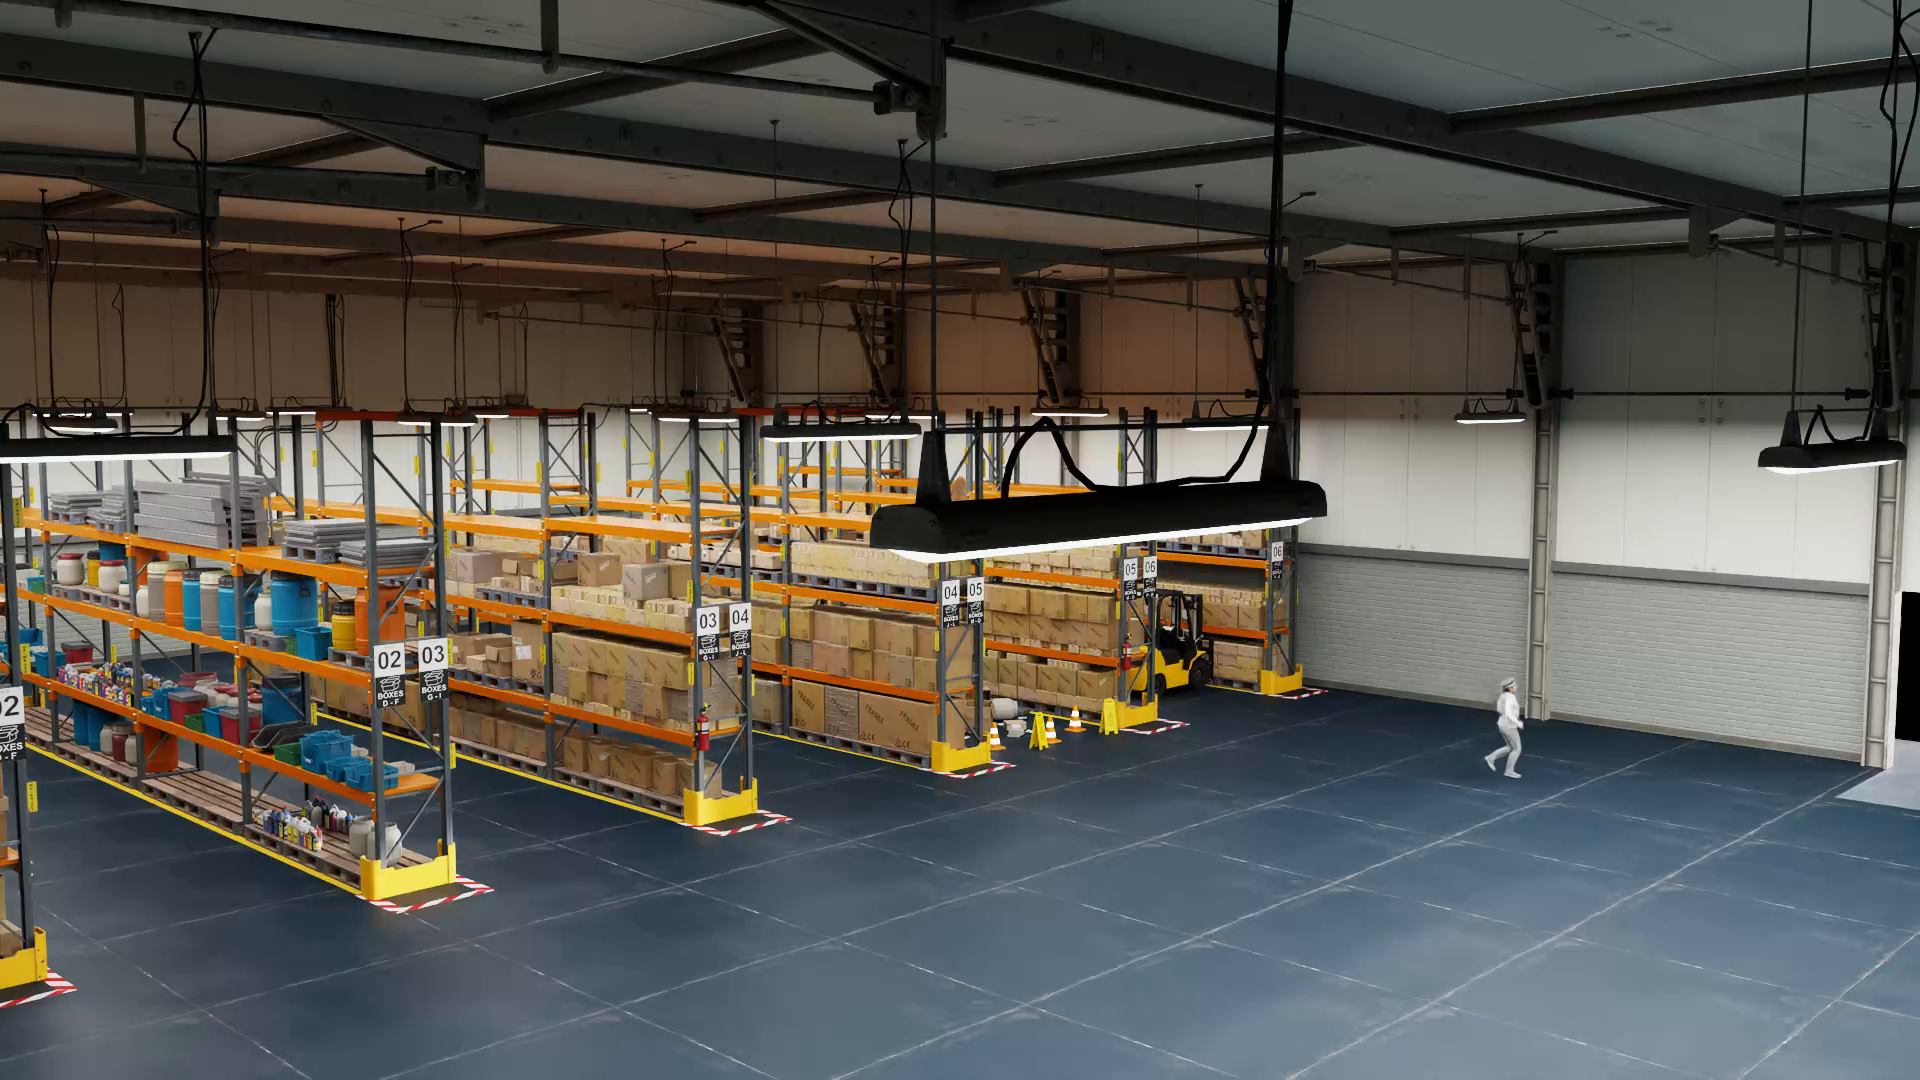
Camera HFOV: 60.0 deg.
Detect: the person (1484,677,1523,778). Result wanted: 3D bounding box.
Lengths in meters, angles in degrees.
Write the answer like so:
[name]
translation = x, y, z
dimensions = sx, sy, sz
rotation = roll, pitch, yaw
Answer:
[person]
translation = 8.975, 3.084, 27.348
dimensions = 0.566, 1.673, 0.628
rotation = 0, 5, 3
